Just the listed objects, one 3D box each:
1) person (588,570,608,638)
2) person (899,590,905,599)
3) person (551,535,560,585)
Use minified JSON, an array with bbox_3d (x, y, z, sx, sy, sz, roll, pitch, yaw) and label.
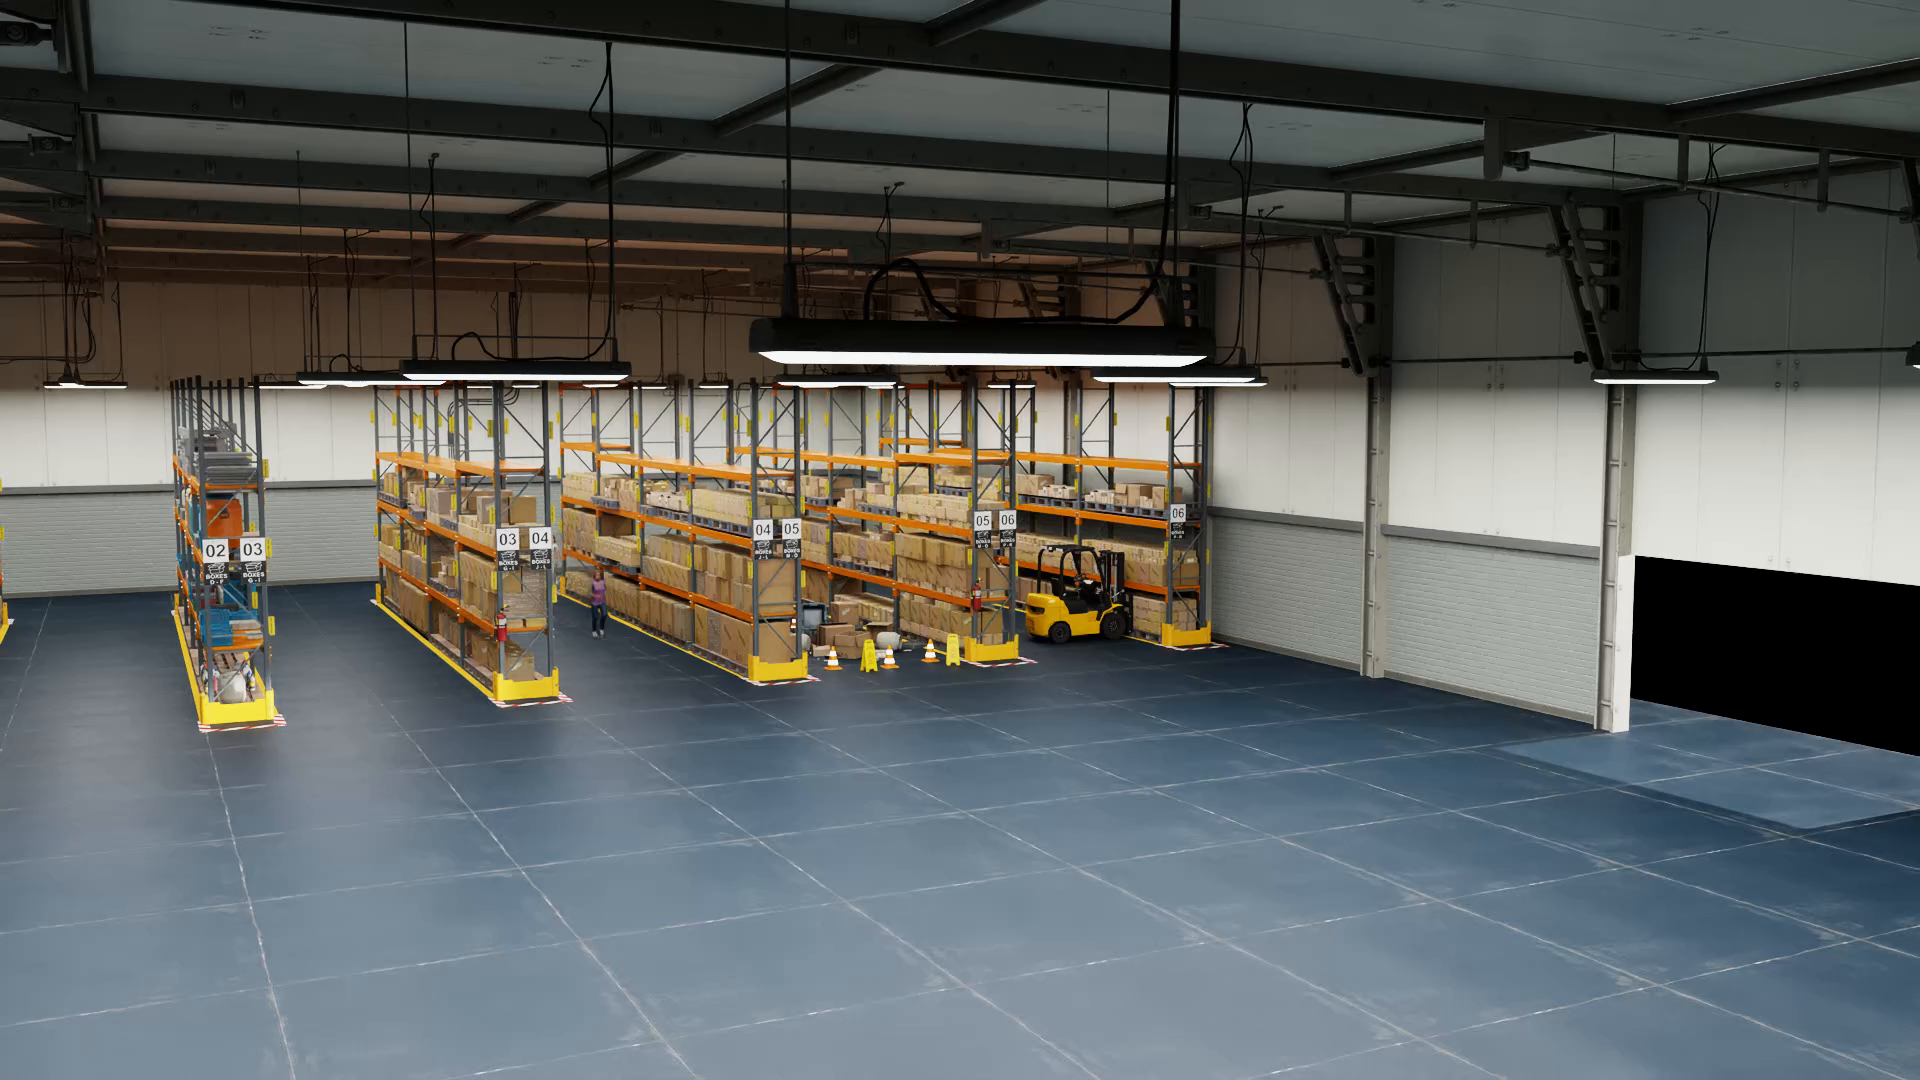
[{"bbox_3d":[-8.393,1.496,38.620,0.504,1.565,0.732,-3,6,-28],"label":"person"},{"bbox_3d":[-1.441,0.947,43.432,0.726,1.736,0.953,-2,6,-25],"label":"person"},{"bbox_3d":[-11.795,0.647,48.112,0.577,1.619,0.581,3,6,32],"label":"person"}]
